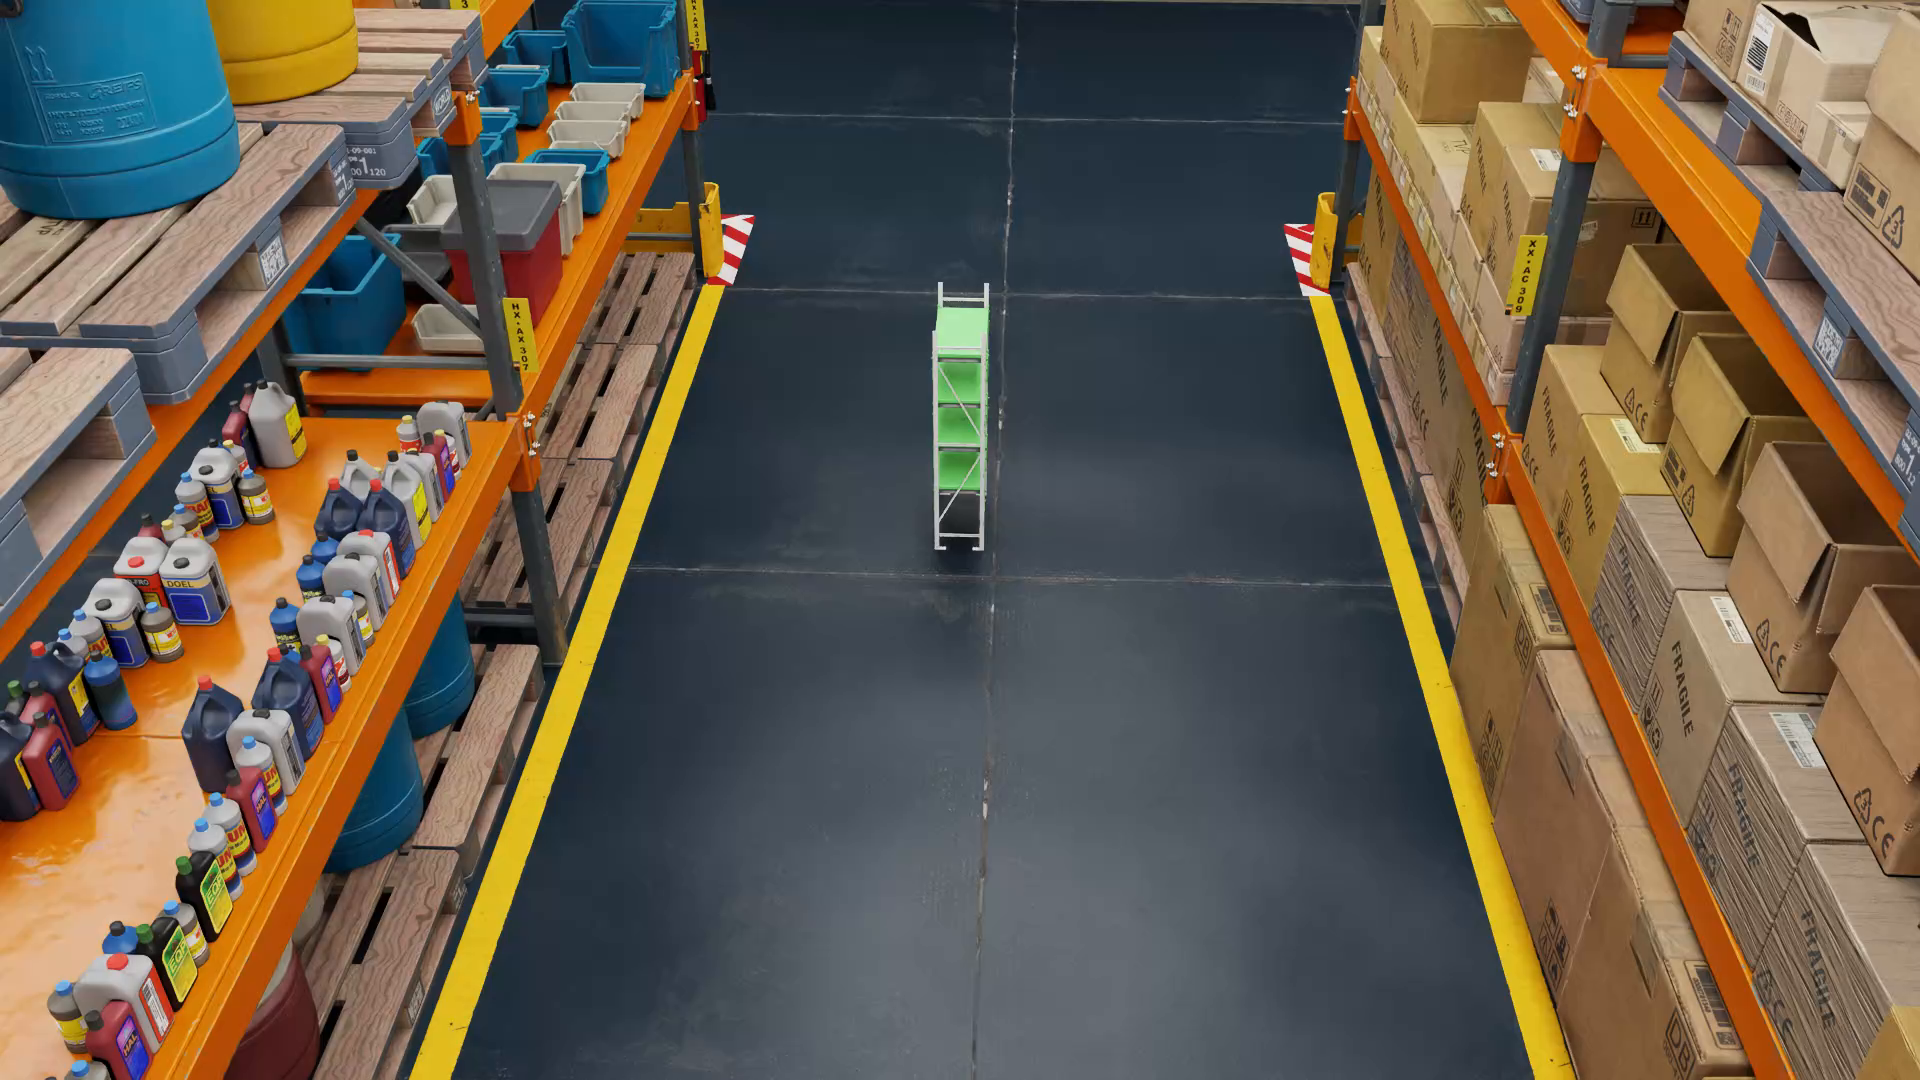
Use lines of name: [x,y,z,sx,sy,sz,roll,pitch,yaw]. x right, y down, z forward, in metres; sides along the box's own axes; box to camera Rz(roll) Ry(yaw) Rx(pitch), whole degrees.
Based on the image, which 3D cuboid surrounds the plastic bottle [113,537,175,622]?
plastic bottle: [-2.713,0.136,5.556,0.152,0.276,0.135,1,35,2]

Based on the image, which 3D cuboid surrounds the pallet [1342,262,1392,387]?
pallet: [2.879,-1.286,9.896,1.003,0.211,1.213,1,35,2]

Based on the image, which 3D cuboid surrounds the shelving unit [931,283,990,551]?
shelving unit: [0.007,-0.586,8.040,0.258,1.200,0.503,1,35,2]

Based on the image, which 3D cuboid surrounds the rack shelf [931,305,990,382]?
rack shelf: [0.007,-0.926,7.801,0.258,0.148,0.480,1,35,2]

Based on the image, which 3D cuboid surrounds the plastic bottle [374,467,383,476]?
plastic bottle: [-2.109,-0.171,6.058,0.097,0.201,0.097,0,35,0]

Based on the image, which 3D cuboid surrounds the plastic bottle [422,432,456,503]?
plastic bottle: [-1.933,-0.289,6.153,0.061,0.283,0.133,1,35,2]

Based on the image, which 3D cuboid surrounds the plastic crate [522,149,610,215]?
plastic crate: [-1.942,-1.773,8.257,0.416,0.233,0.300,1,35,2]

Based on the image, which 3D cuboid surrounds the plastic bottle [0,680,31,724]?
plastic bottle: [-2.788,0.560,4.946,0.061,0.283,0.133,1,35,2]

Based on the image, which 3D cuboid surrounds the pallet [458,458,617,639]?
pallet: [-2.285,0.013,8.048,1.003,0.211,1.213,1,35,2]

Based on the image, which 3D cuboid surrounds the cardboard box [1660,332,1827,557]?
cardboard box: [2.616,-0.280,5.080,0.797,0.503,0.637,2,35,2]

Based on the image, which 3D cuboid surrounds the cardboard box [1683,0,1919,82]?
cardboard box: [2.659,-1.696,4.994,0.700,0.500,0.500,2,35,3]

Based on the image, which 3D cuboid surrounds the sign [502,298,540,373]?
sign: [-1.727,-0.804,6.544,0.100,0.325,0.005,1,35,2]

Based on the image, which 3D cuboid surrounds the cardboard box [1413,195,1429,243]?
cardboard box: [2.420,-1.554,8.071,0.380,0.149,0.250,2,35,3]

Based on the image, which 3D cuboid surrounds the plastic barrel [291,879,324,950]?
plastic barrel: [-2.456,1.183,5.756,0.421,0.512,0.421,0,35,0]

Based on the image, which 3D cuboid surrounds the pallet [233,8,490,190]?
pallet: [-2.210,-1.402,5.191,1.213,0.211,1.003,1,35,2]

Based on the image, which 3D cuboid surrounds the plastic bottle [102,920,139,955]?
plastic bottle: [-2.107,1.072,4.228,0.097,0.271,0.097,0,35,0]

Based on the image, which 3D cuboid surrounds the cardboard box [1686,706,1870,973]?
cardboard box: [2.328,0.793,4.425,0.500,0.500,0.500,0,35,0]

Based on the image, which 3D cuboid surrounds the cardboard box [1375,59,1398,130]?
cardboard box: [2.530,-2.380,8.899,0.500,0.250,0.500,1,35,1]

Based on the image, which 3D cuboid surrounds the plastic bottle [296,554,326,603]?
plastic bottle: [-2.135,0.167,5.515,0.097,0.271,0.097,0,35,0]

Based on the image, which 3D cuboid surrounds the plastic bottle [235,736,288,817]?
plastic bottle: [-2.018,0.676,4.792,0.097,0.271,0.097,0,35,0]

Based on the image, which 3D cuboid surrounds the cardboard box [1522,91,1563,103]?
cardboard box: [3.038,-2.080,8.473,0.500,0.250,0.500,0,35,0]

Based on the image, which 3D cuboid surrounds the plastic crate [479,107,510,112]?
plastic crate: [-2.577,-2.213,8.967,0.250,0.136,0.298,1,35,2]

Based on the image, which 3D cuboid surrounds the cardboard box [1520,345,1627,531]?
cardboard box: [2.404,-0.372,6.084,0.500,0.500,0.500,1,35,2]

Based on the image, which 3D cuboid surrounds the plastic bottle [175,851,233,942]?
plastic bottle: [-2.018,0.926,4.425,0.061,0.283,0.133,1,35,2]

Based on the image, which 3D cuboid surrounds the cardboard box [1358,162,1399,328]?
cardboard box: [2.888,-1.821,9.715,0.875,0.875,0.875,1,35,2]

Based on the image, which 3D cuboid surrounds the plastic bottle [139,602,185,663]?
plastic bottle: [-2.597,0.292,5.399,0.097,0.201,0.097,0,35,0]

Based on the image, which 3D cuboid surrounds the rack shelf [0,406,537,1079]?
rack shelf: [-2.357,0.739,5.215,1.077,0.370,4.000,1,35,2]

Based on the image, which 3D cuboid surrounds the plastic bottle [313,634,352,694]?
plastic bottle: [-1.996,0.388,5.261,0.097,0.201,0.097,0,35,0]

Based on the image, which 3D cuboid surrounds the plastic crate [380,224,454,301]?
plastic crate: [-2.500,-1.266,7.629,0.437,0.125,0.590,1,35,2]

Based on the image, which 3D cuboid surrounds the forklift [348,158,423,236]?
forklift: [-4.542,-2.824,9.719,1.130,2.935,3.031,7,36,10]

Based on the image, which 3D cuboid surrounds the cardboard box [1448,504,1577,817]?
cardboard box: [2.667,0.476,6.447,1.225,0.875,0.875,1,35,2]

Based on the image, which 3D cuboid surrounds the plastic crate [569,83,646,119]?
plastic crate: [-1.967,-2.446,9.299,0.396,0.136,0.243,1,35,2]

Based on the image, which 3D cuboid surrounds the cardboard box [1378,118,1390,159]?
cardboard box: [2.461,-2.144,8.911,0.380,0.149,0.250,1,35,1]

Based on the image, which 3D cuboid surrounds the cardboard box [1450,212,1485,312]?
cardboard box: [2.447,-1.207,7.231,0.500,0.250,0.500,2,35,3]

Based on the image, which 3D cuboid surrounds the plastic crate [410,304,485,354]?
plastic crate: [-2.115,-0.885,7.078,0.396,0.136,0.243,1,35,2]

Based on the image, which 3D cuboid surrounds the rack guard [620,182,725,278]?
rack guard: [-2.128,-1.994,10.652,1.175,0.500,0.348,1,35,2]

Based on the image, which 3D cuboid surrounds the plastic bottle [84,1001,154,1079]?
plastic bottle: [-2.038,1.213,4.017,0.061,0.283,0.133,1,35,2]

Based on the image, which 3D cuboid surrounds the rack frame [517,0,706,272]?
rack frame: [-2.116,-3.002,9.913,1.000,3.000,0.127,1,35,2]

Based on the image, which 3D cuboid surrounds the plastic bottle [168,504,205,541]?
plastic bottle: [-2.726,-0.034,5.862,0.097,0.201,0.097,0,35,0]

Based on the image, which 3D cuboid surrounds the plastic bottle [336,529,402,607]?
plastic bottle: [-2.004,0.080,5.635,0.152,0.276,0.135,1,35,2]

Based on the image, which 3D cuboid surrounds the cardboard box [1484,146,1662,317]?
cardboard box: [2.424,-1.227,6.607,0.500,0.500,0.500,2,35,3]

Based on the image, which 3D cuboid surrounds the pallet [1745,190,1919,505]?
pallet: [2.527,-0.455,3.845,1.003,0.211,1.213,3,35,4]

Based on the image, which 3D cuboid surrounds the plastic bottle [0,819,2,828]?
plastic bottle: [-2.801,0.743,4.686,0.061,0.283,0.133,1,35,2]

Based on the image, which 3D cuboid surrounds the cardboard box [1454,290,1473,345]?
cardboard box: [2.378,-0.965,7.233,0.380,0.149,0.250,1,35,1]

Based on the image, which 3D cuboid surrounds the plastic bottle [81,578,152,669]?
plastic bottle: [-2.722,0.269,5.367,0.152,0.276,0.135,1,35,2]

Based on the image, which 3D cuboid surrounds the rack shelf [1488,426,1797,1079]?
rack shelf: [2.592,0.854,5.052,1.077,0.370,4.000,1,35,2]

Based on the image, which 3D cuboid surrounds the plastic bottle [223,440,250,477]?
plastic bottle: [-2.709,-0.279,6.211,0.097,0.201,0.097,0,35,0]
